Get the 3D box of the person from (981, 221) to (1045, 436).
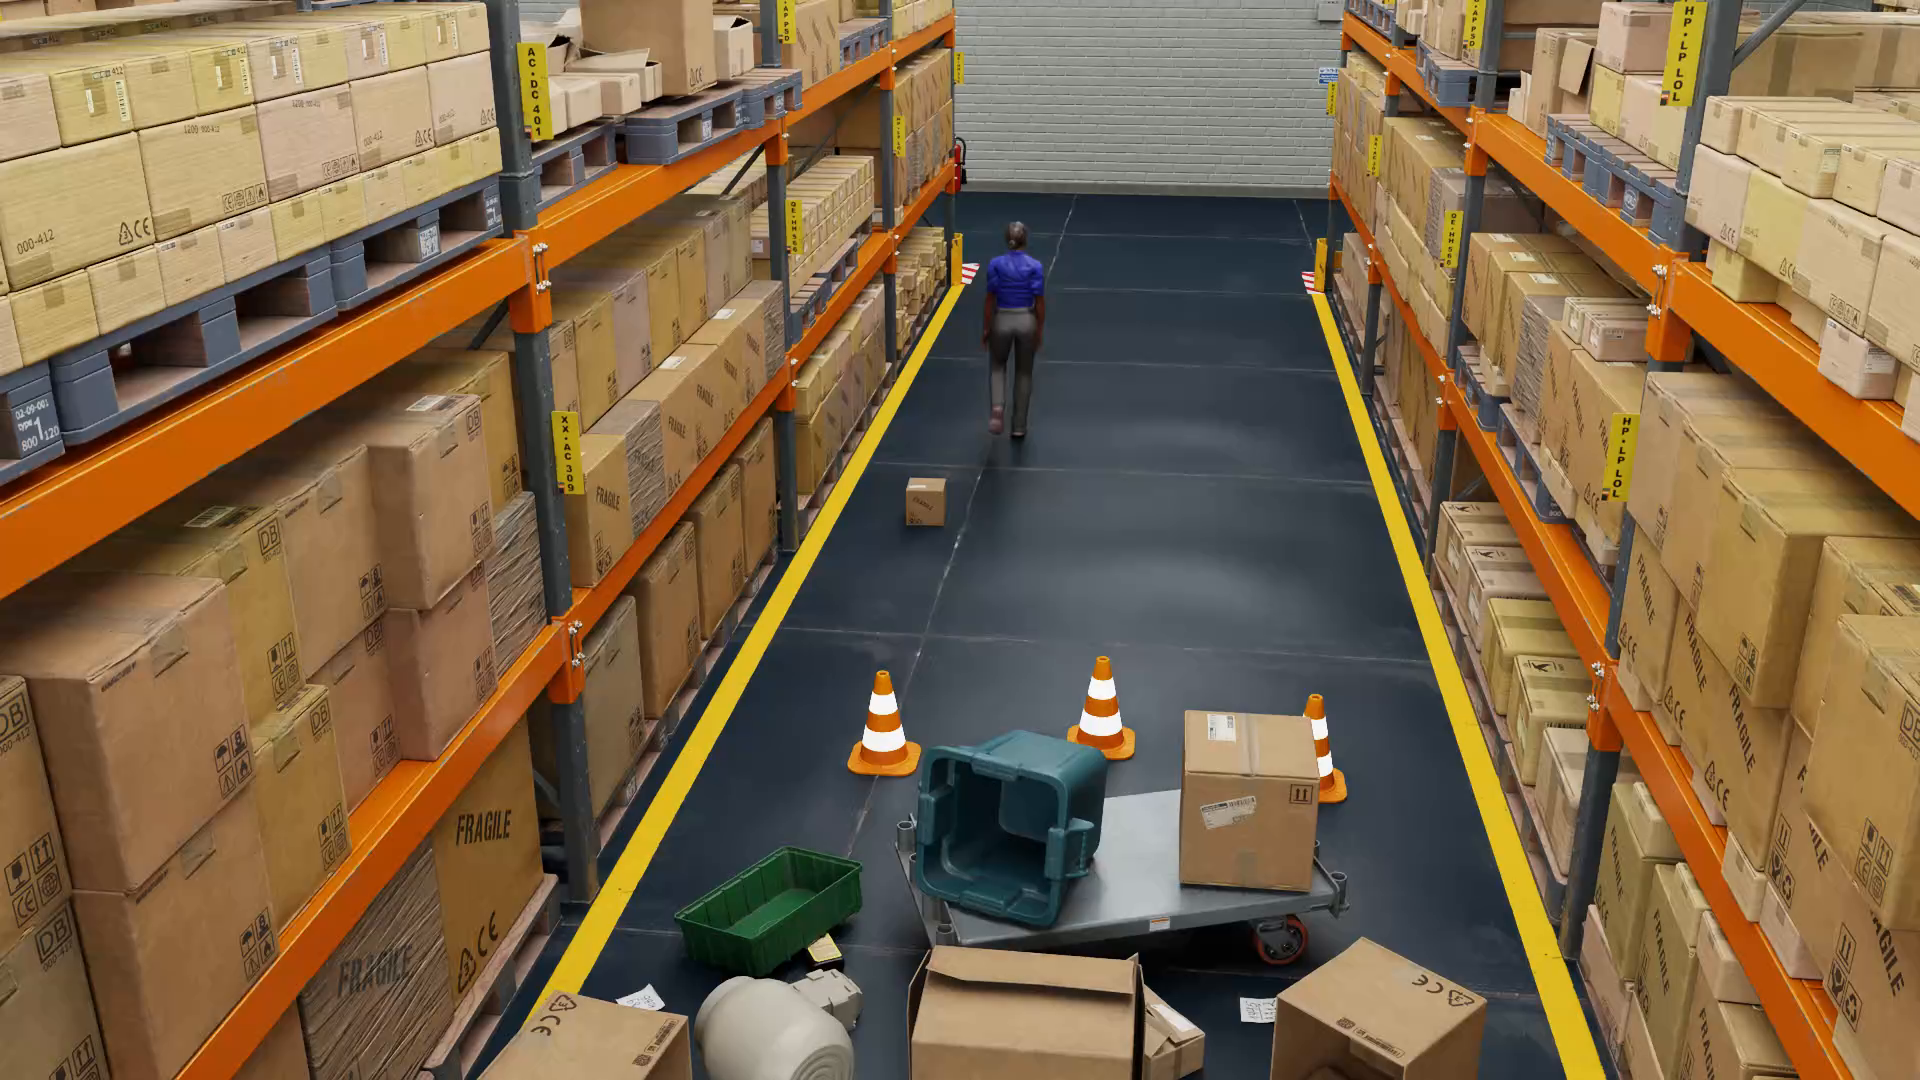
[{"bbox_3d":[0.402,-1.591,12.595,0.479,1.647,0.474,3,21,7],"label":"person"}]
